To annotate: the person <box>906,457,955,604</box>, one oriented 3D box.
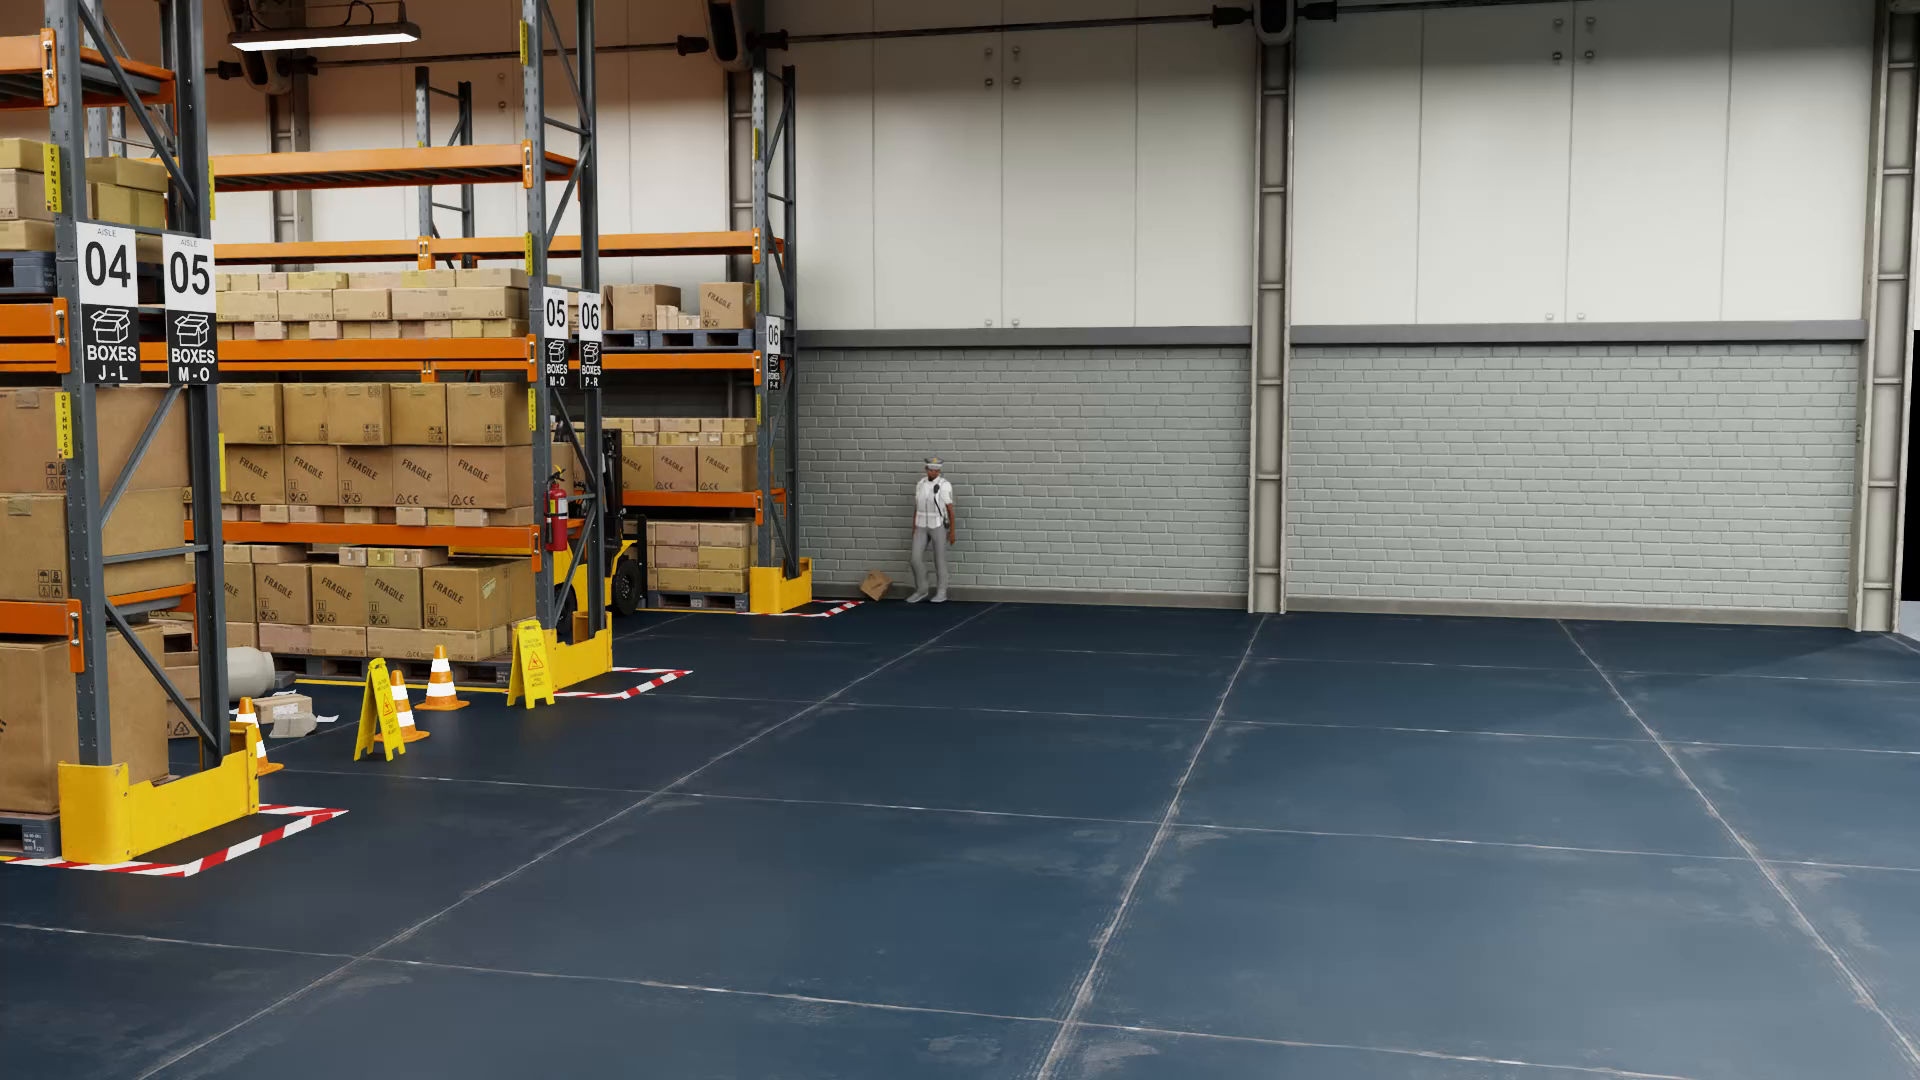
[{"bbox_3d":[-0.325,-0.102,18.730,0.581,1.673,0.457,2,5,23],"label":"person"}]
